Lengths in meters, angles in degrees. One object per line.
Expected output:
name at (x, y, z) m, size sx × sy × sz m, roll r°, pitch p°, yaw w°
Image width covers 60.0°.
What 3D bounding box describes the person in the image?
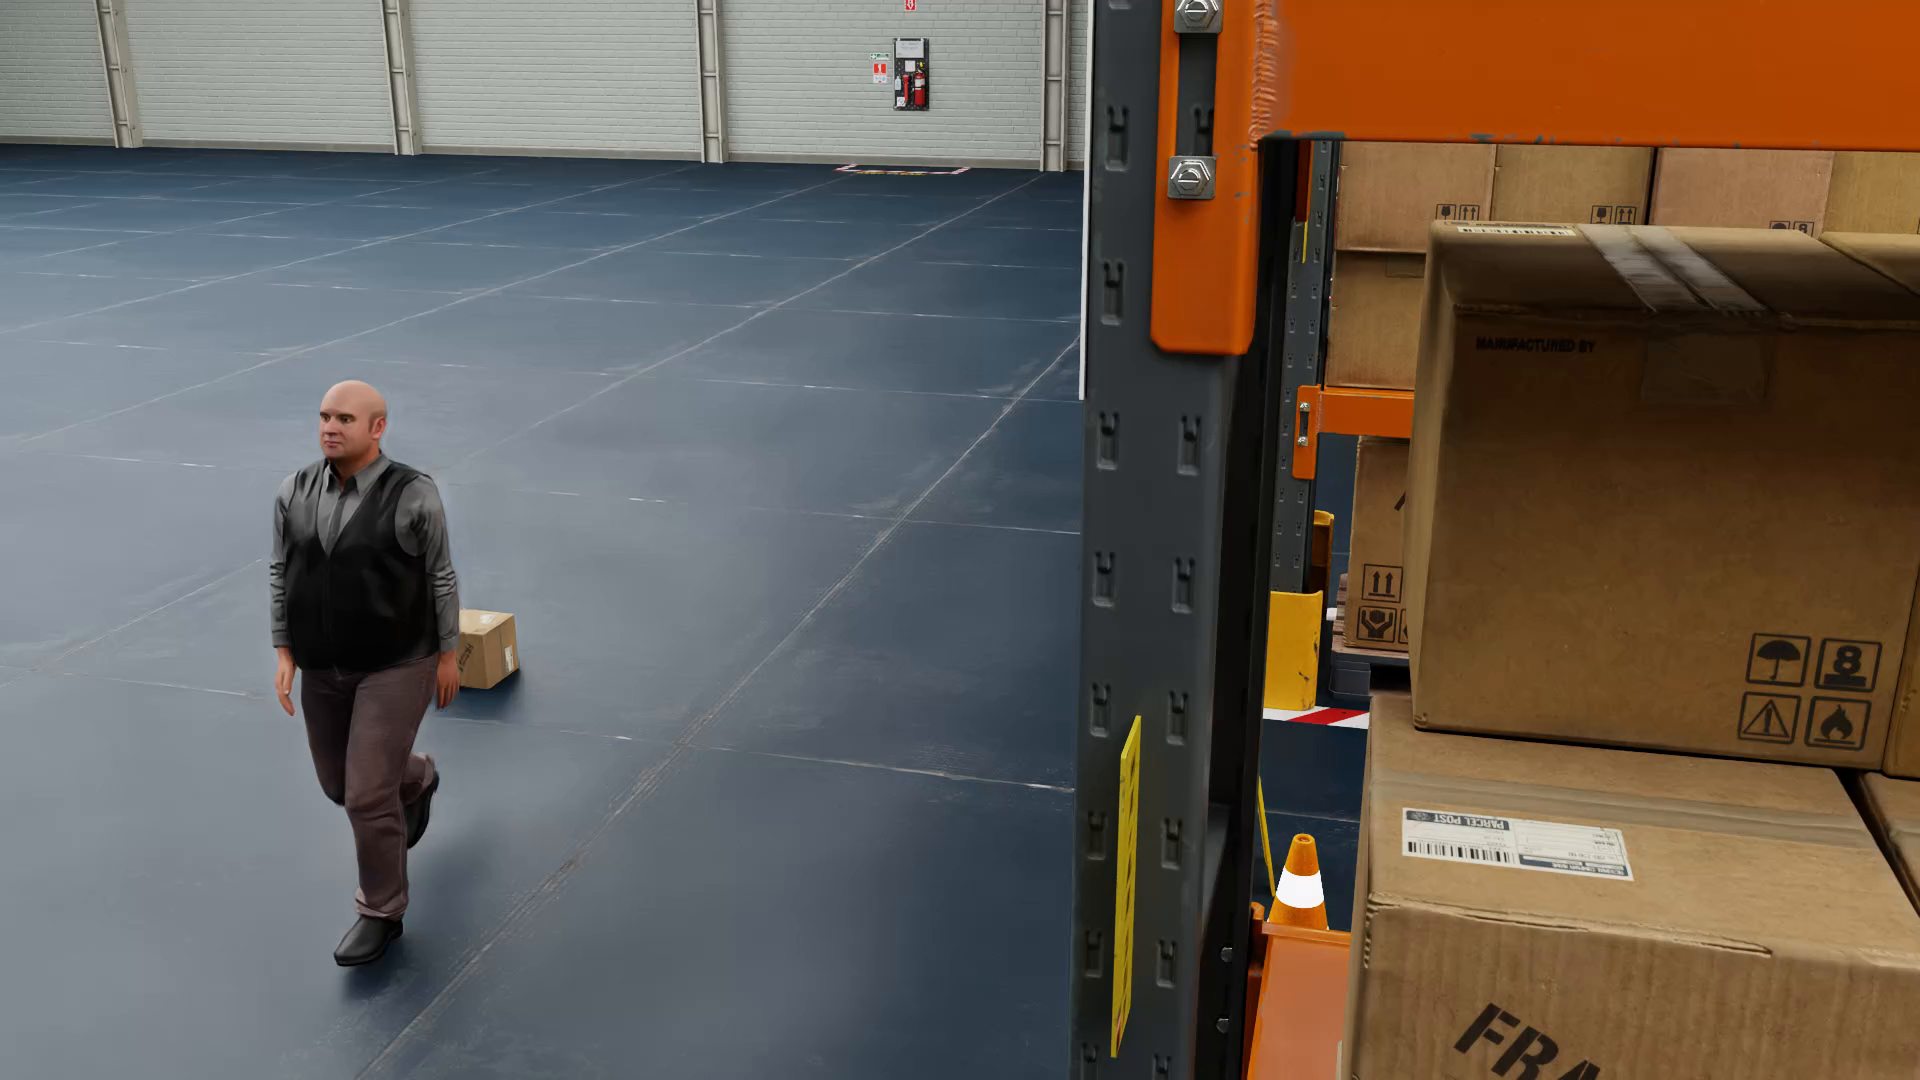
person at (-1.784, 0.350, 5.024) m, size 0.543 × 1.684 × 0.859 m, roll 4°, pitch 19°, yaw 11°
